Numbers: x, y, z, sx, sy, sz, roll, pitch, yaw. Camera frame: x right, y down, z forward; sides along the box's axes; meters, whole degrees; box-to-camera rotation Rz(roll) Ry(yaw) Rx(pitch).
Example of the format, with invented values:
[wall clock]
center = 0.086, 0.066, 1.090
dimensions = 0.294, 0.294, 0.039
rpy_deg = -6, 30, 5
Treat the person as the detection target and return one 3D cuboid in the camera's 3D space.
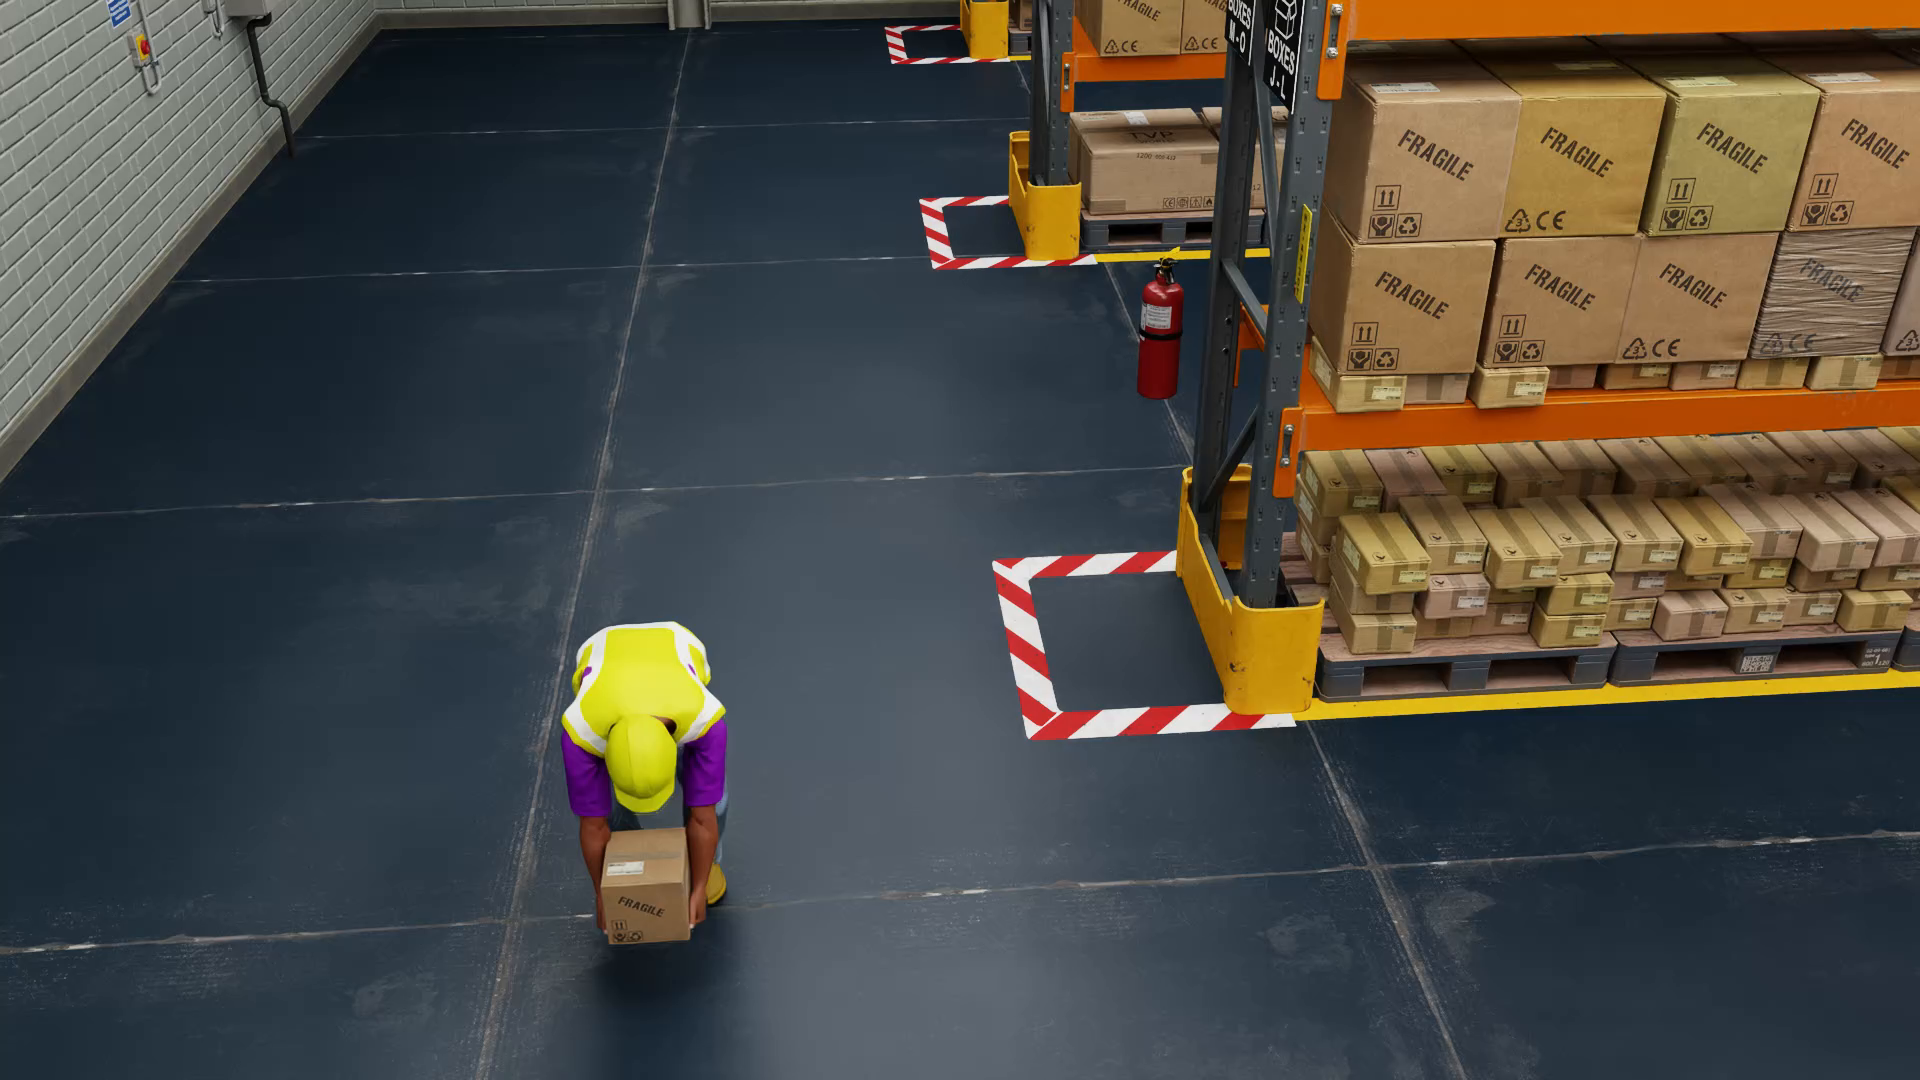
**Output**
[person]
center = -0.991, 0.815, 5.394
dimensions = 0.510, 1.102, 0.964
rpy_deg = -4, 31, -7
